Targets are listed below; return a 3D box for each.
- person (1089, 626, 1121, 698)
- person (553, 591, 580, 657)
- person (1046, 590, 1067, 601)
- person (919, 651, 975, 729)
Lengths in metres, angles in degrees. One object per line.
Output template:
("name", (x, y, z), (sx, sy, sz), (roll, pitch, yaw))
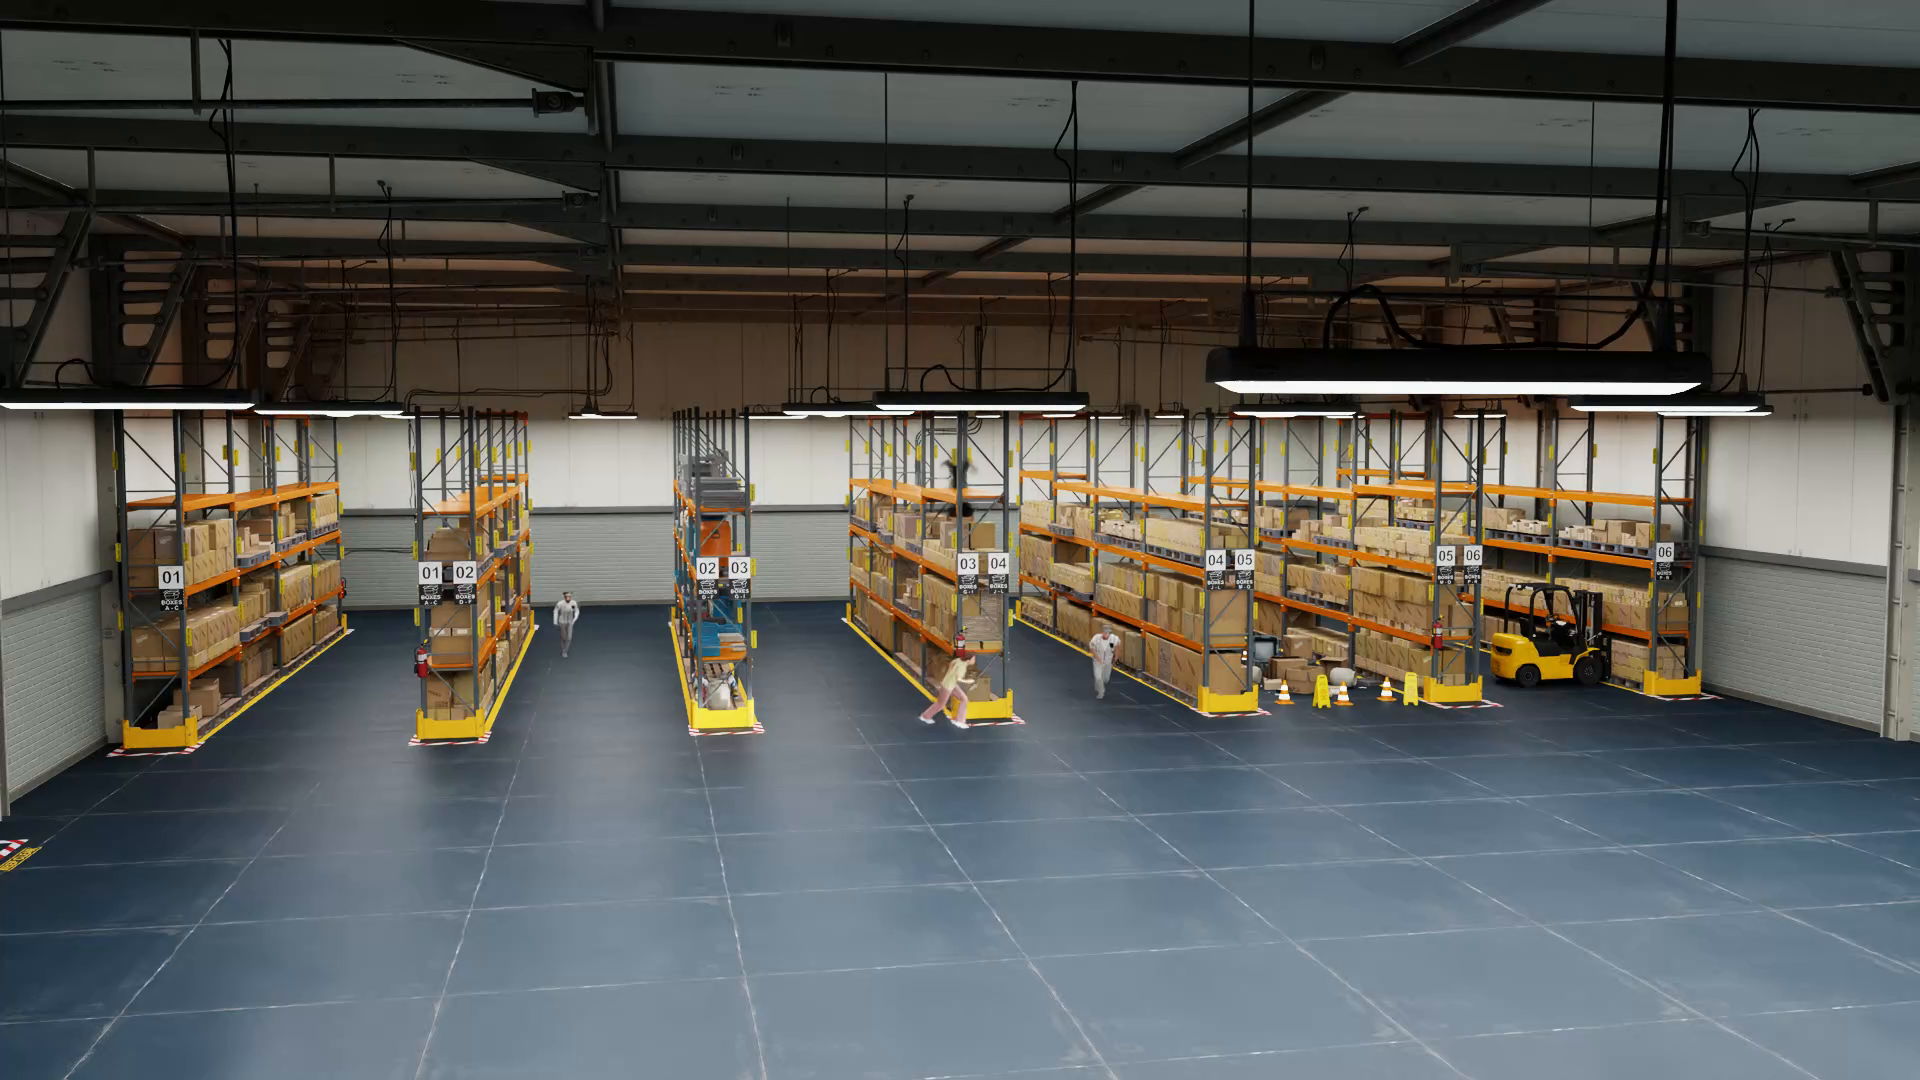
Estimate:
("person", (2.998, 2.509, 34.455), (0.683, 1.555, 0.899), (0, 4, -7))
("person", (-9.622, 2.032, 40.662), (0.611, 1.622, 0.616), (-2, 5, -27))
("person", (2.883, 1.294, 50.730), (0.772, 1.637, 0.615), (-3, 5, -36))
("person", (-0.250, 2.801, 31.063), (1.079, 1.475, 0.564), (1, 4, 8))
